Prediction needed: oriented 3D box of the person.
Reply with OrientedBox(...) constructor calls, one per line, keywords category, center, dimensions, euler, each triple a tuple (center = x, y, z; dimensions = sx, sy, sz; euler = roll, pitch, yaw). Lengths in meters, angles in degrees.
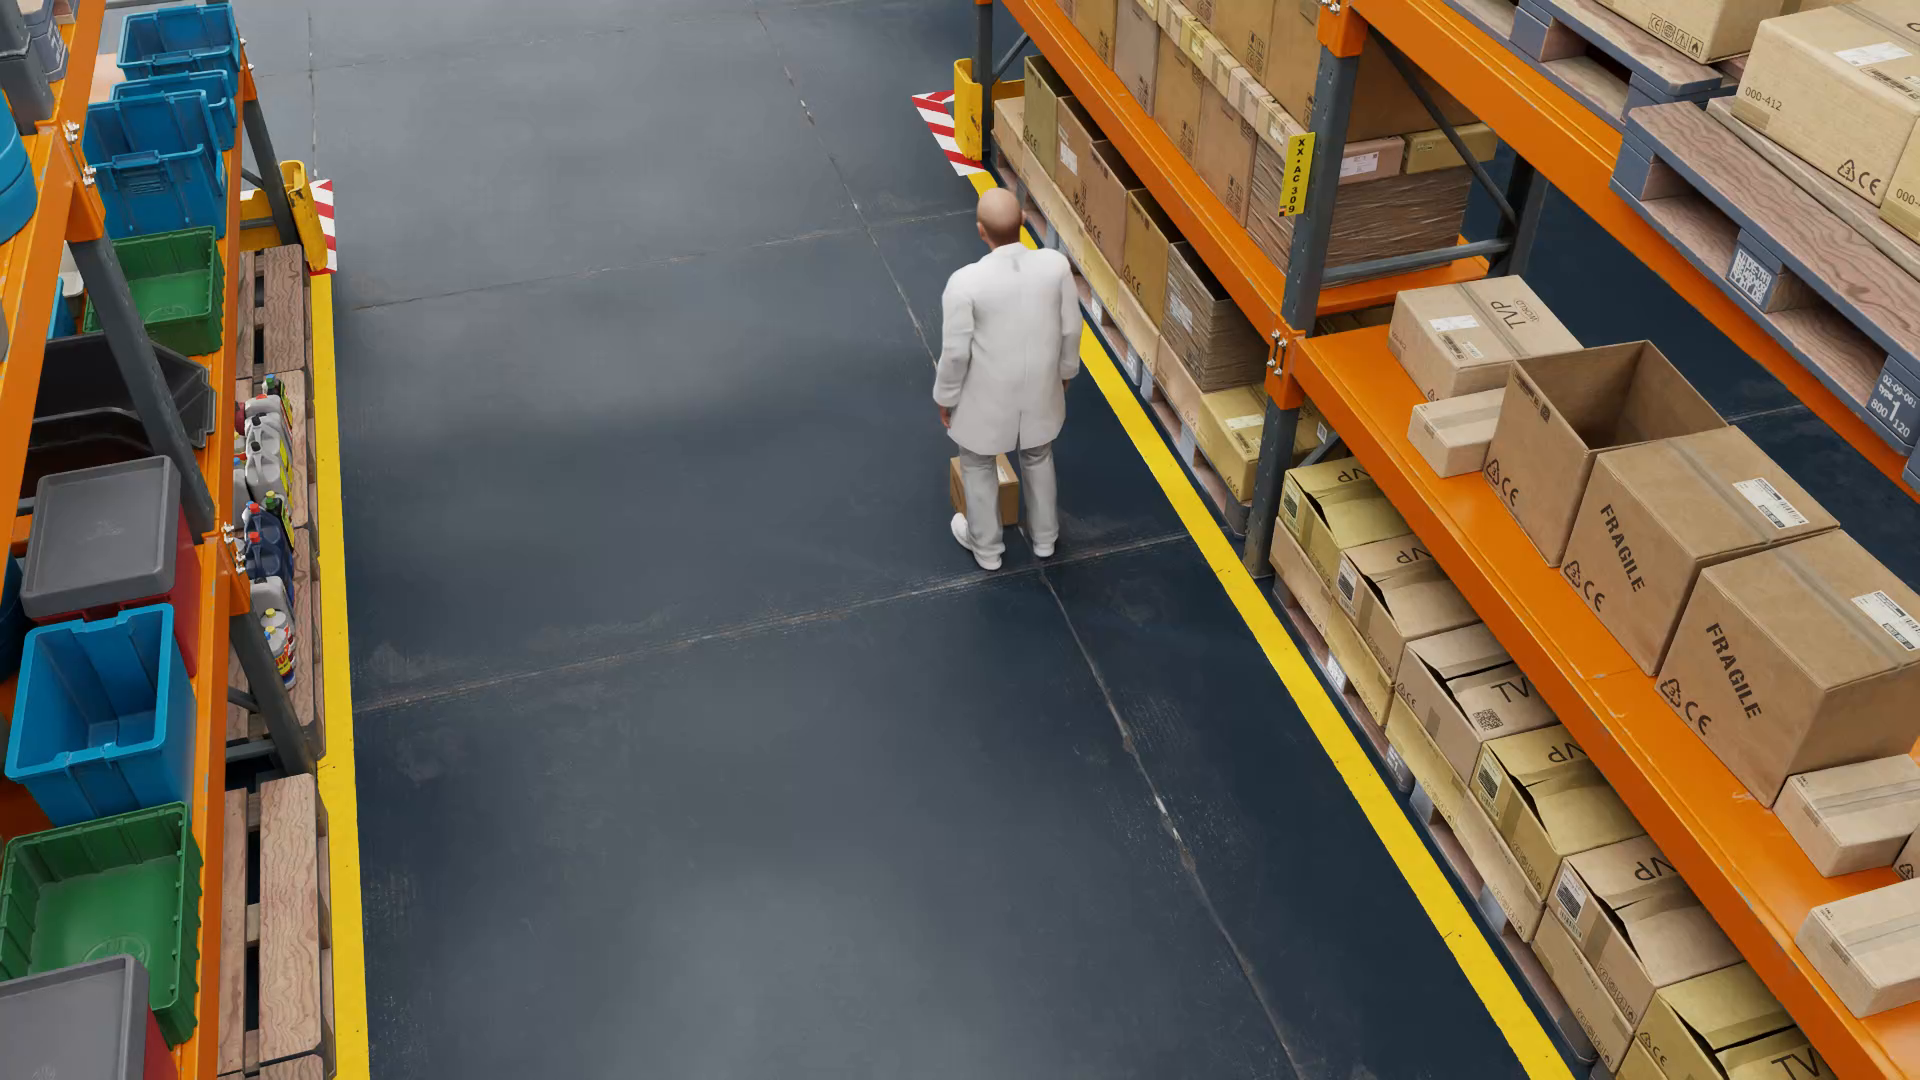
OrientedBox(category="person", center=(0.191, -0.641, 6.892), dimensions=(0.642, 1.772, 0.428), euler=(-13, 43, -14))
